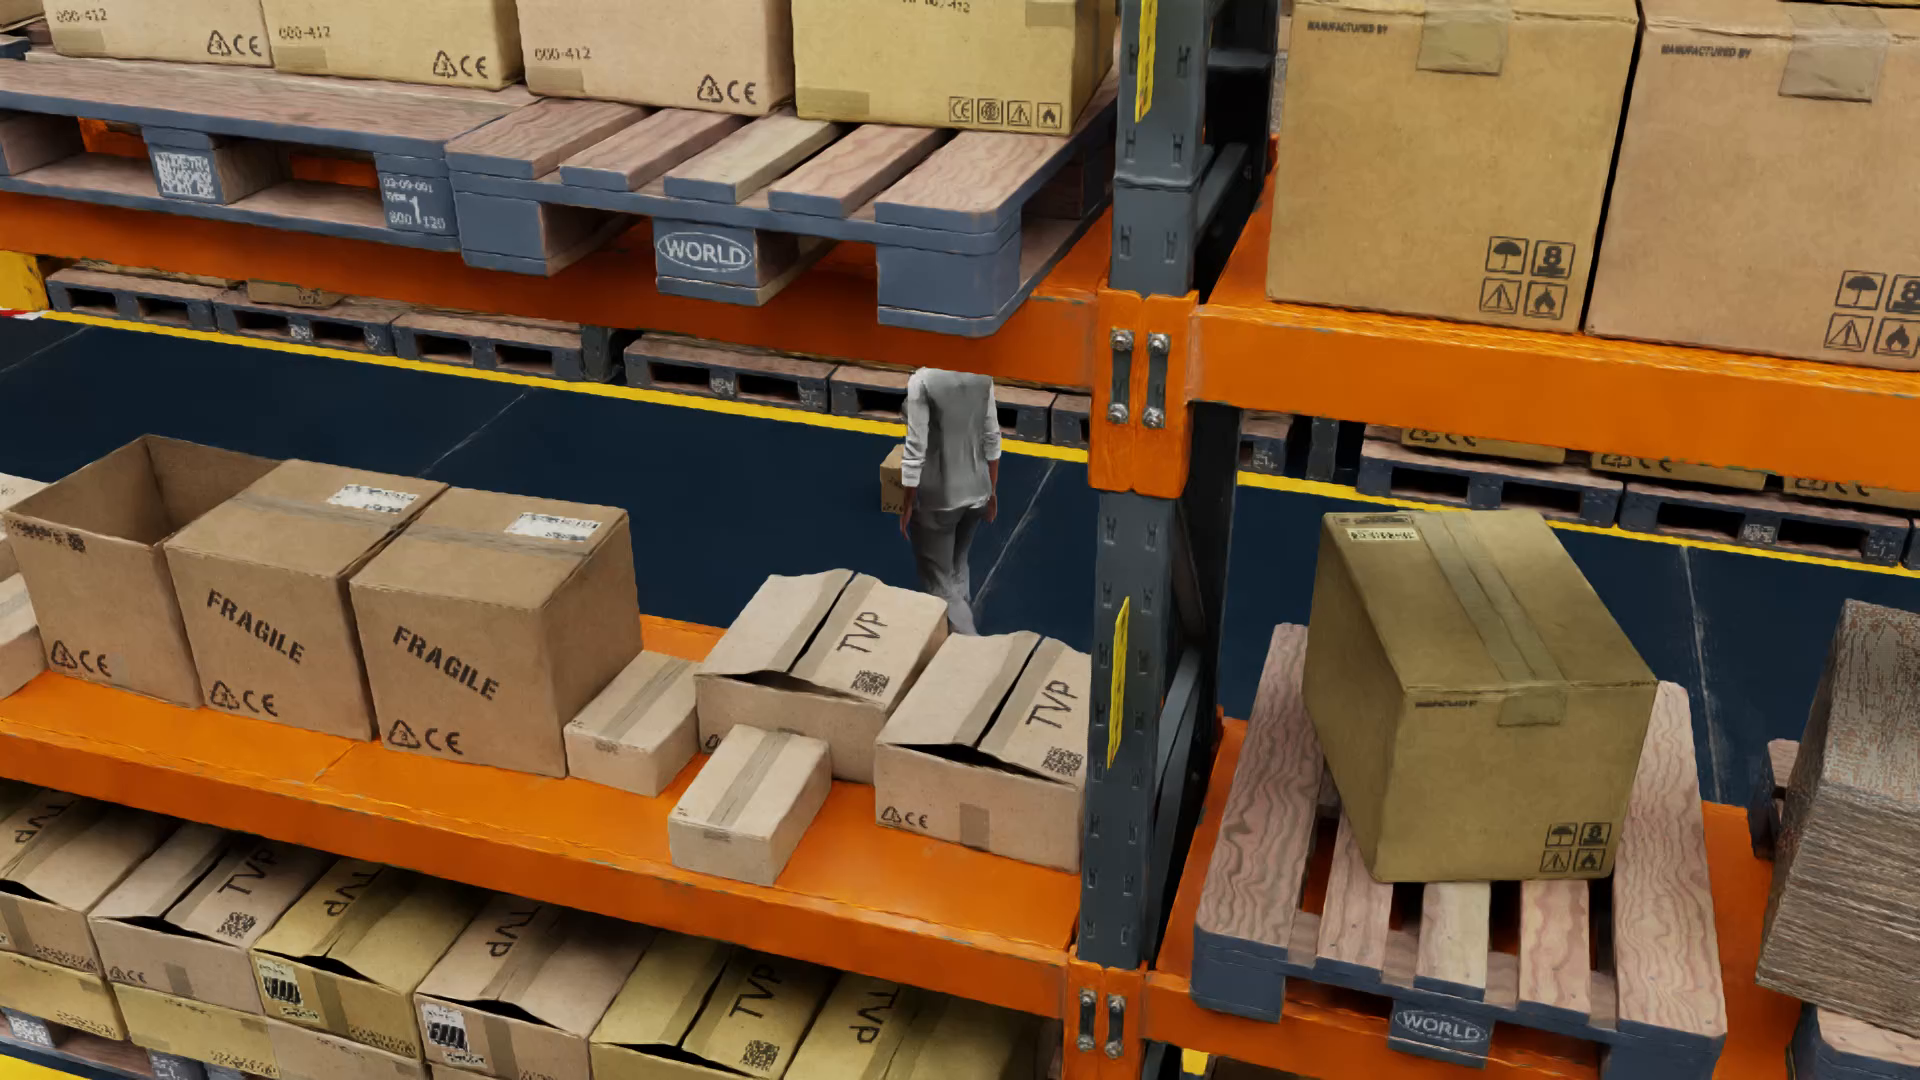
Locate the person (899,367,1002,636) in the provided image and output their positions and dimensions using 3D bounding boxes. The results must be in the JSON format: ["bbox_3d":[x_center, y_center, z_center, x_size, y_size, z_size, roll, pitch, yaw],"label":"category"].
[{"bbox_3d":[-0.008,-0.129,6.369,0.459,1.587,0.504,-20,35,-32],"label":"person"}]
